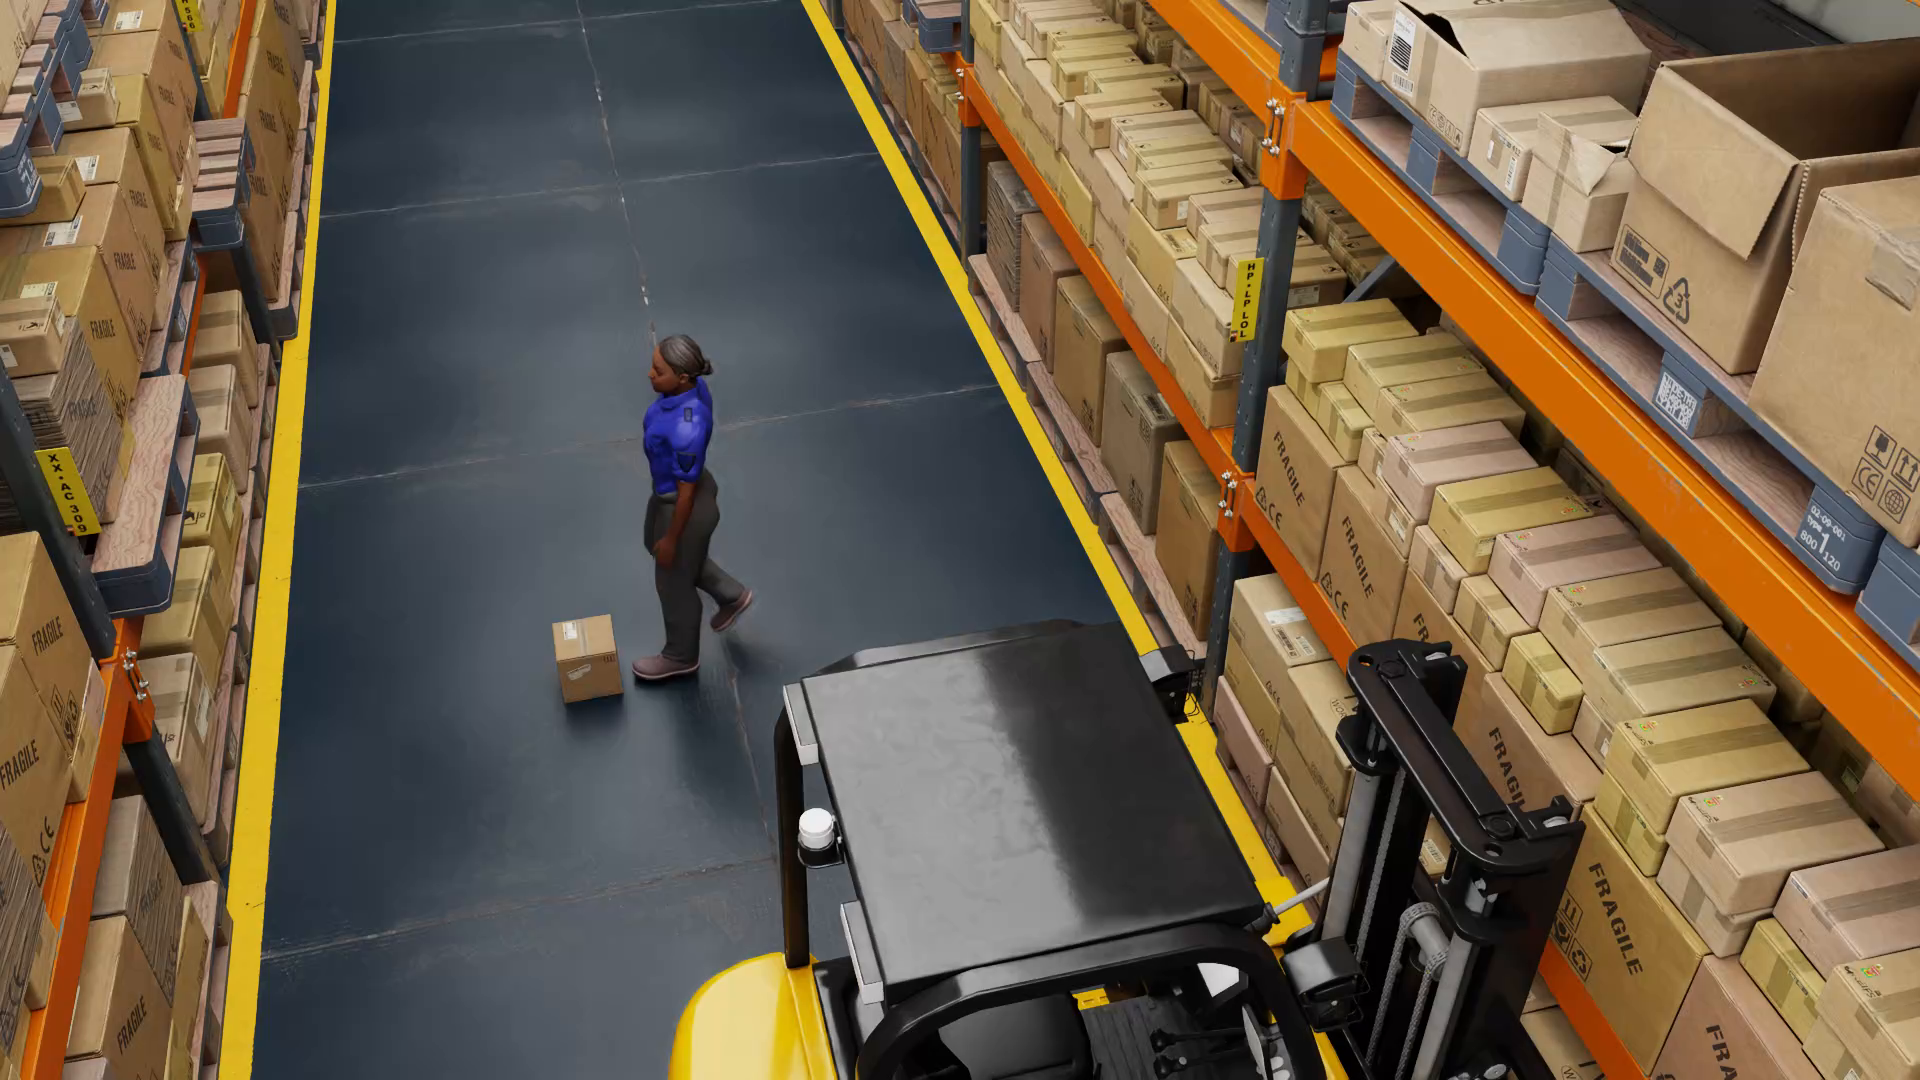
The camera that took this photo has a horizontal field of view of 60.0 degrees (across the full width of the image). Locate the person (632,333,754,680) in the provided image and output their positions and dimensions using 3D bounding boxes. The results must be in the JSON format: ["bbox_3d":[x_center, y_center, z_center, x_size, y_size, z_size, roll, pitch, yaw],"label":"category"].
[{"bbox_3d":[-1.168,-0.129,6.843,0.551,1.655,0.490,-4,39,-5],"label":"person"}]
